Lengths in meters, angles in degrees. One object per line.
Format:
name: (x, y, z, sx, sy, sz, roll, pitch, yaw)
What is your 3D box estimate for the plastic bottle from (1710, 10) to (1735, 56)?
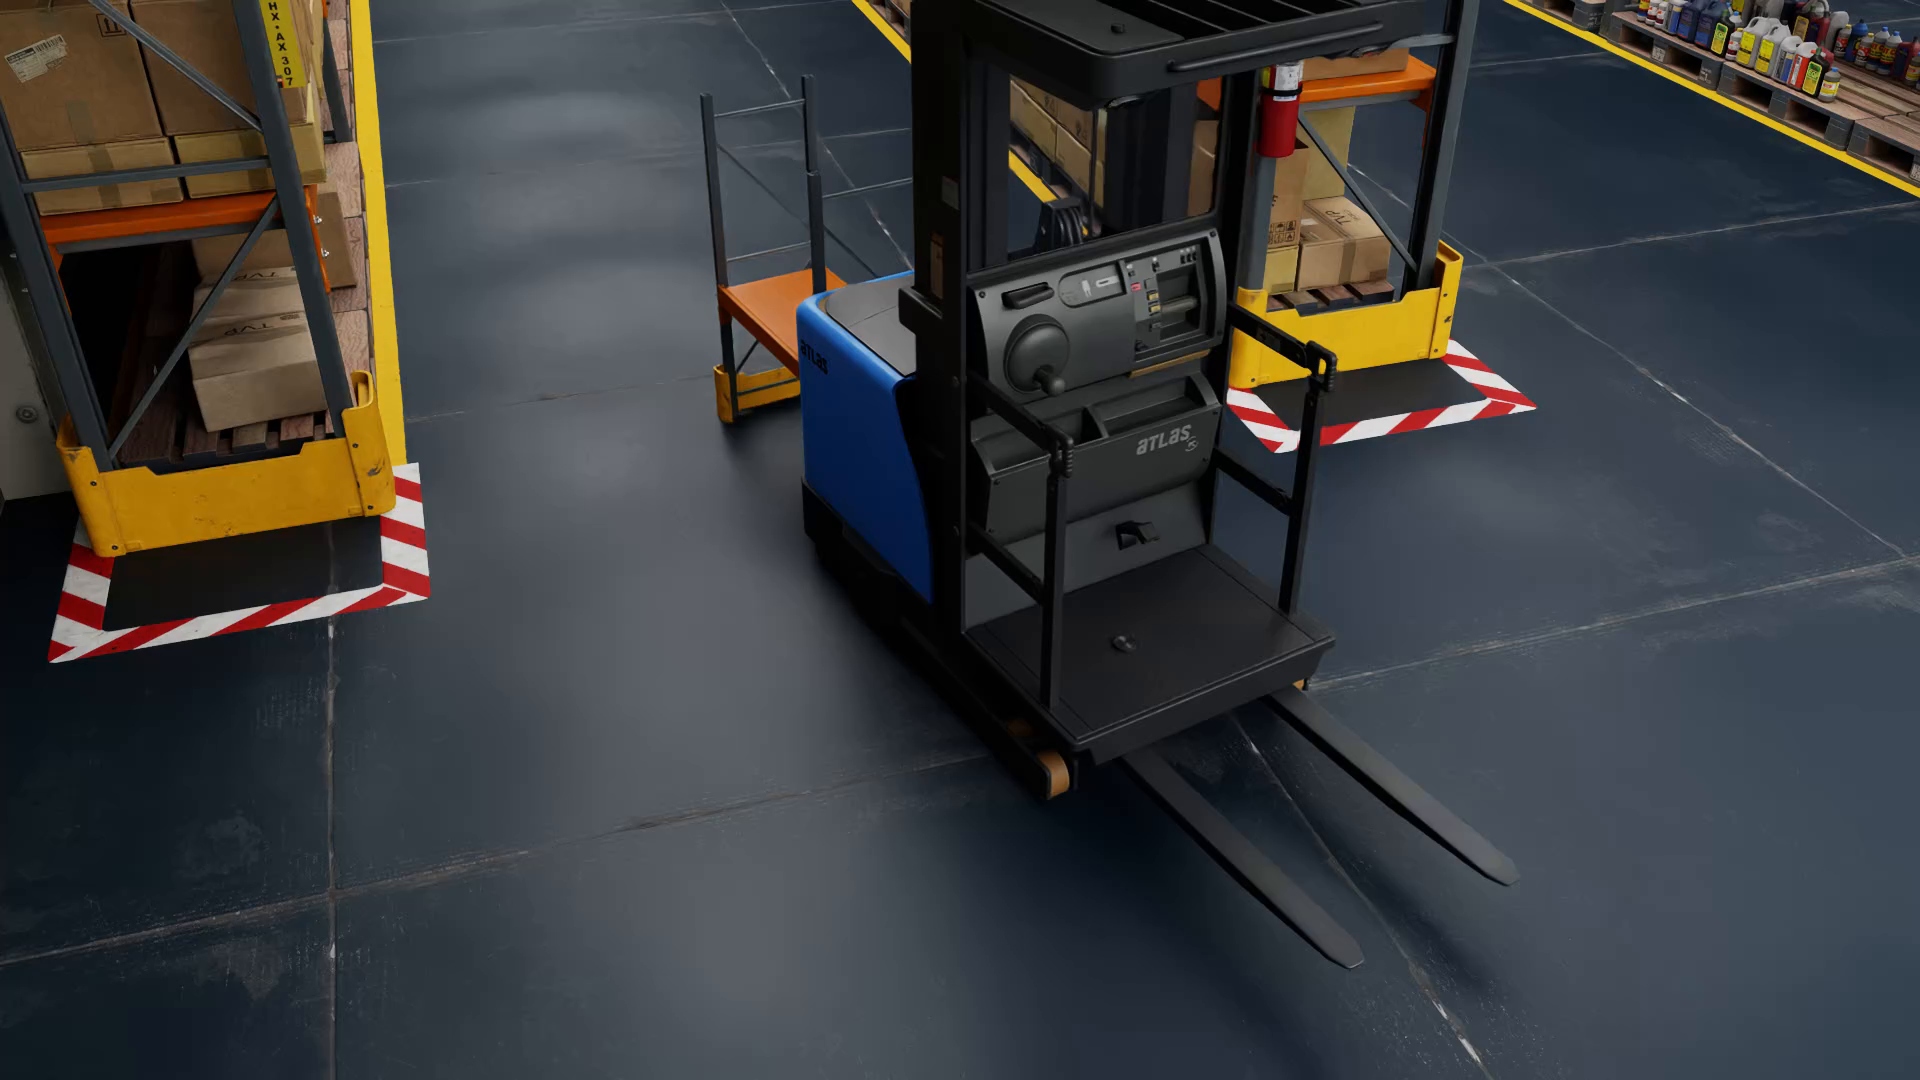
plastic bottle: (5.200, -3.451, 11.317, 0.061, 0.283, 0.133, -9, 34, -13)

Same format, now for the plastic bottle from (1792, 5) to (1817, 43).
plastic bottle: (5.818, -3.547, 11.461, 0.061, 0.283, 0.133, -10, 35, -15)

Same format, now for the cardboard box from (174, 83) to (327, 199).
cardboard box: (-2.781, -1.576, 6.533, 0.500, 0.250, 0.500, -11, 35, -16)

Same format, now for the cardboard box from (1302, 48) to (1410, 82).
cardboard box: (1.652, -2.445, 7.639, 0.700, 0.500, 0.500, -10, 35, -15)

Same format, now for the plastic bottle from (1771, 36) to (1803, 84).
plastic bottle: (5.430, -3.135, 10.844, 0.152, 0.276, 0.135, -11, 35, -16)

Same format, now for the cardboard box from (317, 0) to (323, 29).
cardboard box: (-3.409, -2.645, 8.149, 0.500, 0.250, 0.500, -10, 35, -15)

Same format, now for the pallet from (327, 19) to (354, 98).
pallet: (-4.769, -3.308, 11.565, 1.003, 0.211, 1.213, -10, 35, -15)

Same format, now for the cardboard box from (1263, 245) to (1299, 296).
cardboard box: (1.337, -1.416, 8.285, 0.500, 0.250, 0.500, -10, 35, -15)

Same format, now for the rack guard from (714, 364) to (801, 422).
rack guard: (-0.838, -0.734, 7.635, 0.587, 0.250, 0.087, -18, 37, -25)

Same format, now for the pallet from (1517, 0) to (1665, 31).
pallet: (5.004, -4.330, 13.111, 1.003, 0.211, 1.213, -10, 35, -15)

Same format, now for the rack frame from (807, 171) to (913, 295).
rack frame: (-0.333, -0.770, 6.555, 0.500, 1.500, 0.032, -18, 37, -25)

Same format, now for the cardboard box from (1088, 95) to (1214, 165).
cardboard box: (1.016, -2.251, 8.869, 0.500, 0.500, 0.500, -10, 35, -15)

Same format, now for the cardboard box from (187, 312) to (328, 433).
cardboard box: (-3.060, -0.761, 7.221, 0.500, 0.311, 0.500, -14, 36, -20)

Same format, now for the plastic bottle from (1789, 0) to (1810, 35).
plastic bottle: (5.899, -3.668, 11.646, 0.061, 0.283, 0.133, -8, 34, -12)

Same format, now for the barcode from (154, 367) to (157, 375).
barcode: (-3.446, -0.707, 7.131, 0.001, 0.075, 0.075, -10, 35, -15)

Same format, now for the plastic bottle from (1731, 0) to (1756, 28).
plastic bottle: (5.614, -3.852, 11.862, 0.144, 0.351, 0.185, -10, 35, -15)

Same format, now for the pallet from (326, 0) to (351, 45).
pallet: (-5.138, -3.947, 12.532, 1.003, 0.211, 1.213, -10, 35, -15)

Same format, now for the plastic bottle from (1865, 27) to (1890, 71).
plastic bottle: (6.109, -3.269, 11.052, 0.097, 0.271, 0.097, 0, 33, 0)

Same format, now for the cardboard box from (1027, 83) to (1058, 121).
cardboard box: (0.710, -2.776, 9.663, 0.500, 0.500, 0.500, -10, 35, -15)

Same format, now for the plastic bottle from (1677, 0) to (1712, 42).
plastic bottle: (5.131, -3.672, 11.590, 0.144, 0.351, 0.185, -9, 35, -13)

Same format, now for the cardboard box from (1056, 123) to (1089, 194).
cardboard box: (0.868, -2.201, 9.474, 0.500, 0.250, 0.500, -10, 35, -15)

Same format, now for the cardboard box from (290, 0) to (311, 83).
cardboard box: (-2.935, -2.142, 6.708, 0.500, 0.500, 0.500, -10, 35, -15)

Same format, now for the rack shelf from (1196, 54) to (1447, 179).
rack shelf: (1.172, -2.906, 9.079, 1.077, 0.370, 4.000, -10, 35, -15)

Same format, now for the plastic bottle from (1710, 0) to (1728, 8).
plastic bottle: (5.269, -3.696, 11.626, 0.144, 0.351, 0.185, -10, 35, -15)

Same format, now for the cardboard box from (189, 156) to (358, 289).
cardboard box: (-3.410, -1.533, 8.217, 0.700, 0.500, 0.500, -12, 35, -18)

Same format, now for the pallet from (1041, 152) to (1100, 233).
pallet: (1.140, -2.027, 9.625, 1.003, 0.211, 1.213, -10, 35, -15)

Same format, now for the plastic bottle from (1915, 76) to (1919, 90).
plastic bottle: (6.244, -3.037, 10.700, 0.097, 0.271, 0.097, 0, 33, 0)

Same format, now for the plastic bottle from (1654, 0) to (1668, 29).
plastic bottle: (5.022, -3.755, 11.852, 0.097, 0.201, 0.097, 0, 33, 0)

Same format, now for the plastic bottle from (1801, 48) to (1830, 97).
plastic bottle: (5.470, -2.986, 10.613, 0.061, 0.283, 0.133, -9, 35, -14)

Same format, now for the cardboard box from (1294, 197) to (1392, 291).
cardboard box: (1.830, -1.503, 8.417, 0.500, 0.250, 0.500, -10, 35, -15)

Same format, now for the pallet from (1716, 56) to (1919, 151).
pallet: (5.821, -2.922, 10.981, 1.003, 0.211, 1.213, -10, 35, -15)

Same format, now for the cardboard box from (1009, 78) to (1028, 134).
cardboard box: (0.562, -2.726, 10.268, 0.500, 0.250, 0.500, -10, 35, -15)

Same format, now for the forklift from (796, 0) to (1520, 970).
forklift: (0.568, -0.668, 5.102, 1.130, 2.935, 3.031, -18, 38, -26)

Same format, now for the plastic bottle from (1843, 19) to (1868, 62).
plastic bottle: (6.047, -3.375, 11.213, 0.097, 0.271, 0.097, 0, 33, 0)

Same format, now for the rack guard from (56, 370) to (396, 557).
rack guard: (-2.958, -0.318, 6.778, 1.175, 0.500, 0.348, -10, 35, -15)

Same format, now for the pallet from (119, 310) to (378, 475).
pallet: (-3.172, -0.630, 7.512, 1.003, 0.211, 1.213, -10, 35, -15)

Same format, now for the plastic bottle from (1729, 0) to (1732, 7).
plastic bottle: (5.688, -3.965, 12.169, 0.097, 0.201, 0.097, 0, 33, 0)

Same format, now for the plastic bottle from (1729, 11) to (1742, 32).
plastic bottle: (5.269, -3.469, 11.354, 0.097, 0.271, 0.097, 0, 33, 0)

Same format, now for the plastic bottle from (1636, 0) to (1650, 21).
plastic bottle: (4.960, -3.891, 11.994, 0.097, 0.271, 0.097, 0, 33, 0)

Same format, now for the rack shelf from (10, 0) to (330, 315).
rack shelf: (-3.545, -2.071, 7.816, 1.077, 0.370, 4.000, -10, 35, -15)

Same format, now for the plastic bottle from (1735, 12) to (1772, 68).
plastic bottle: (5.318, -3.350, 11.102, 0.144, 0.351, 0.185, -10, 35, -15)

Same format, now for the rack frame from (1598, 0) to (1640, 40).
rack frame: (5.280, -5.087, 11.728, 1.000, 3.000, 0.127, -10, 35, -15)

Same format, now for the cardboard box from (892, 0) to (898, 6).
cardboard box: (-0.304, -4.255, 12.581, 0.500, 0.250, 0.500, -9, 35, -14)

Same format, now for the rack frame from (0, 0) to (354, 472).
rack frame: (-2.935, -1.321, 6.028, 1.000, 3.000, 0.127, -10, 35, -15)

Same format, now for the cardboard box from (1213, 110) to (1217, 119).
cardboard box: (1.511, -2.338, 9.001, 0.500, 0.500, 0.500, -10, 35, -15)

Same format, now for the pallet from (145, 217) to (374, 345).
pallet: (-3.540, -1.269, 8.480, 1.003, 0.211, 1.213, -10, 35, -15)

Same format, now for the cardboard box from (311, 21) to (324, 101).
cardboard box: (-3.103, -2.115, 7.348, 0.500, 0.250, 0.500, -11, 35, -15)

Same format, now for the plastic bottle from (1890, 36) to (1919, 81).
plastic bottle: (6.192, -3.164, 10.881, 0.061, 0.283, 0.133, -9, 35, -14)

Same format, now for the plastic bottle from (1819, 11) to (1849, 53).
plastic bottle: (5.954, -3.488, 11.380, 0.152, 0.276, 0.135, -9, 35, -14)

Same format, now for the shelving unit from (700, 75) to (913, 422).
shelving unit: (-0.590, -1.018, 6.930, 0.587, 1.500, 1.083, -18, 37, -25)

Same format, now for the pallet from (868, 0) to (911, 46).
pallet: (-0.076, -4.115, 12.785, 1.003, 0.211, 1.213, -10, 35, -15)
